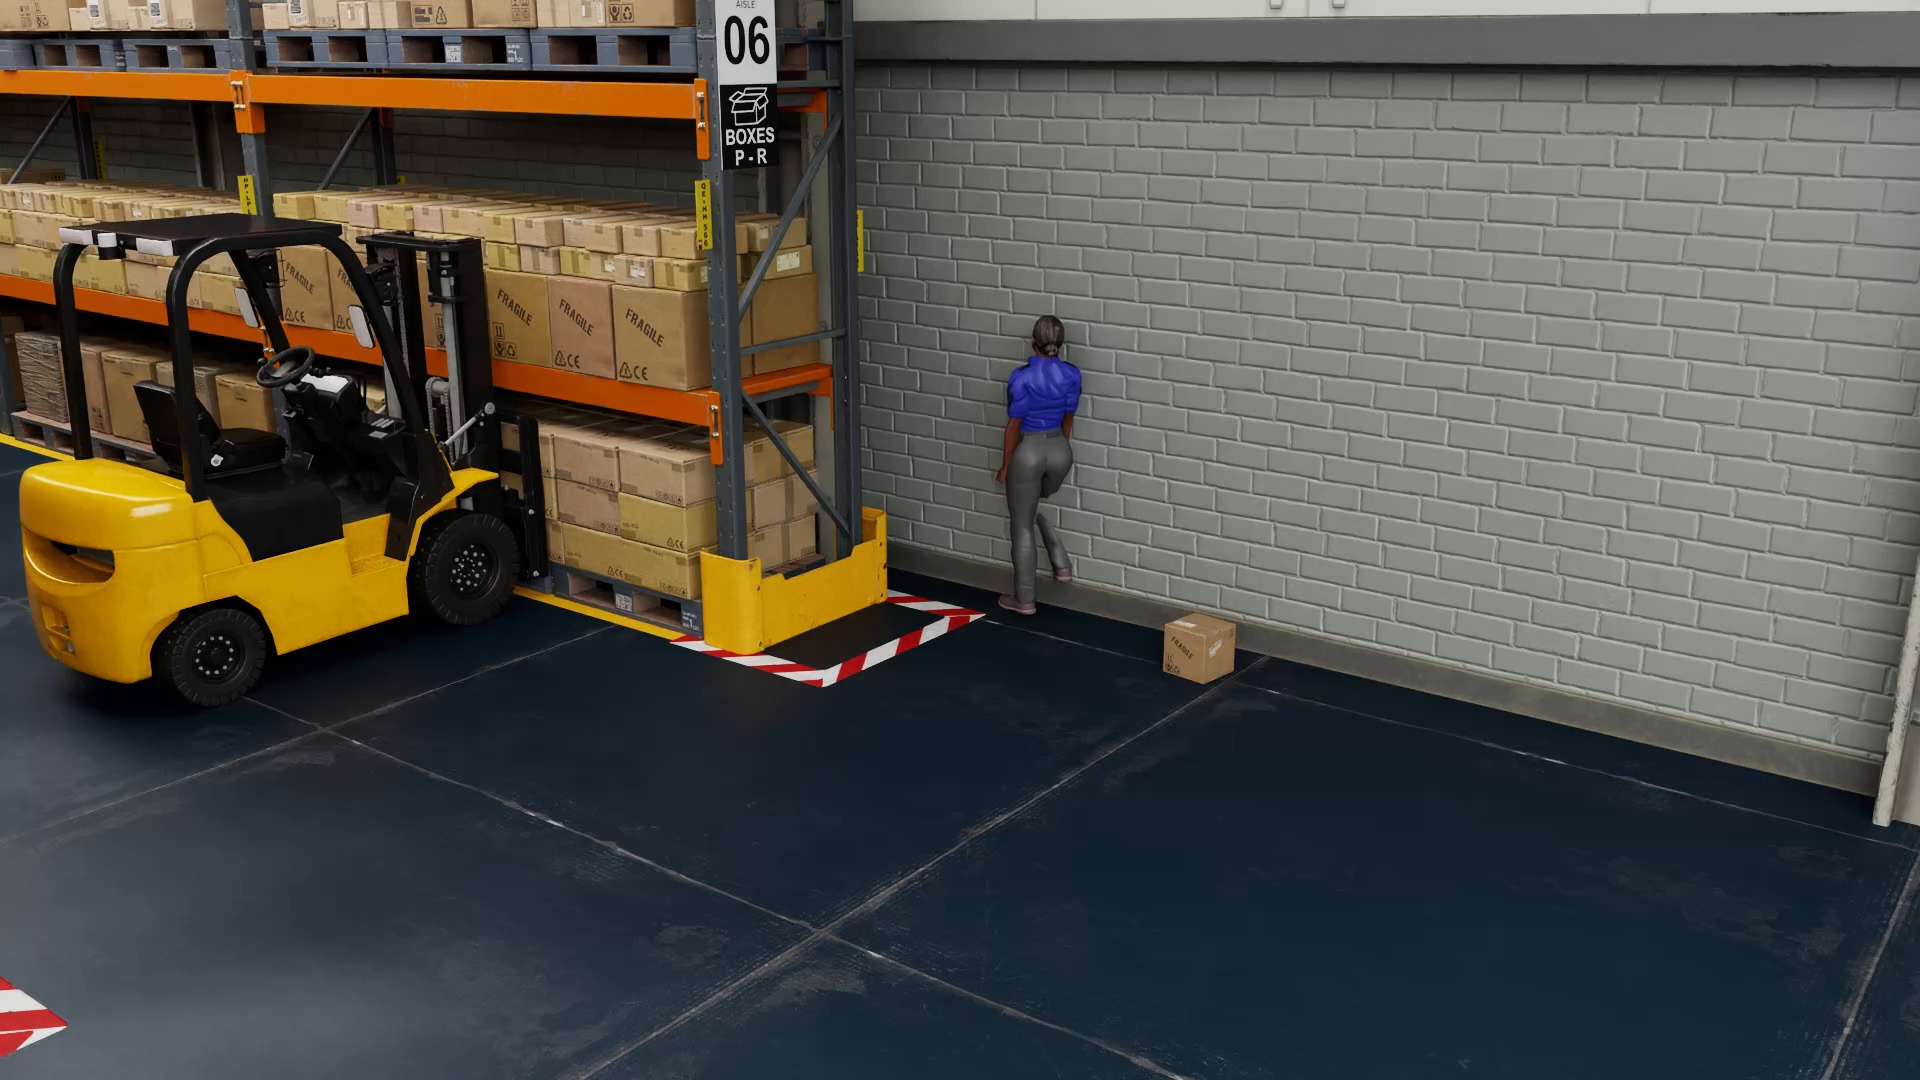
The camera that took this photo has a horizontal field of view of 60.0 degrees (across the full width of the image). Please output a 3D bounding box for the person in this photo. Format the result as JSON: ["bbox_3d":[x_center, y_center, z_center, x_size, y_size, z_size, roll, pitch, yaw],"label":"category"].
[{"bbox_3d":[0.415,-0.418,8.971,0.452,1.640,0.515,-7,18,-23],"label":"person"}]
